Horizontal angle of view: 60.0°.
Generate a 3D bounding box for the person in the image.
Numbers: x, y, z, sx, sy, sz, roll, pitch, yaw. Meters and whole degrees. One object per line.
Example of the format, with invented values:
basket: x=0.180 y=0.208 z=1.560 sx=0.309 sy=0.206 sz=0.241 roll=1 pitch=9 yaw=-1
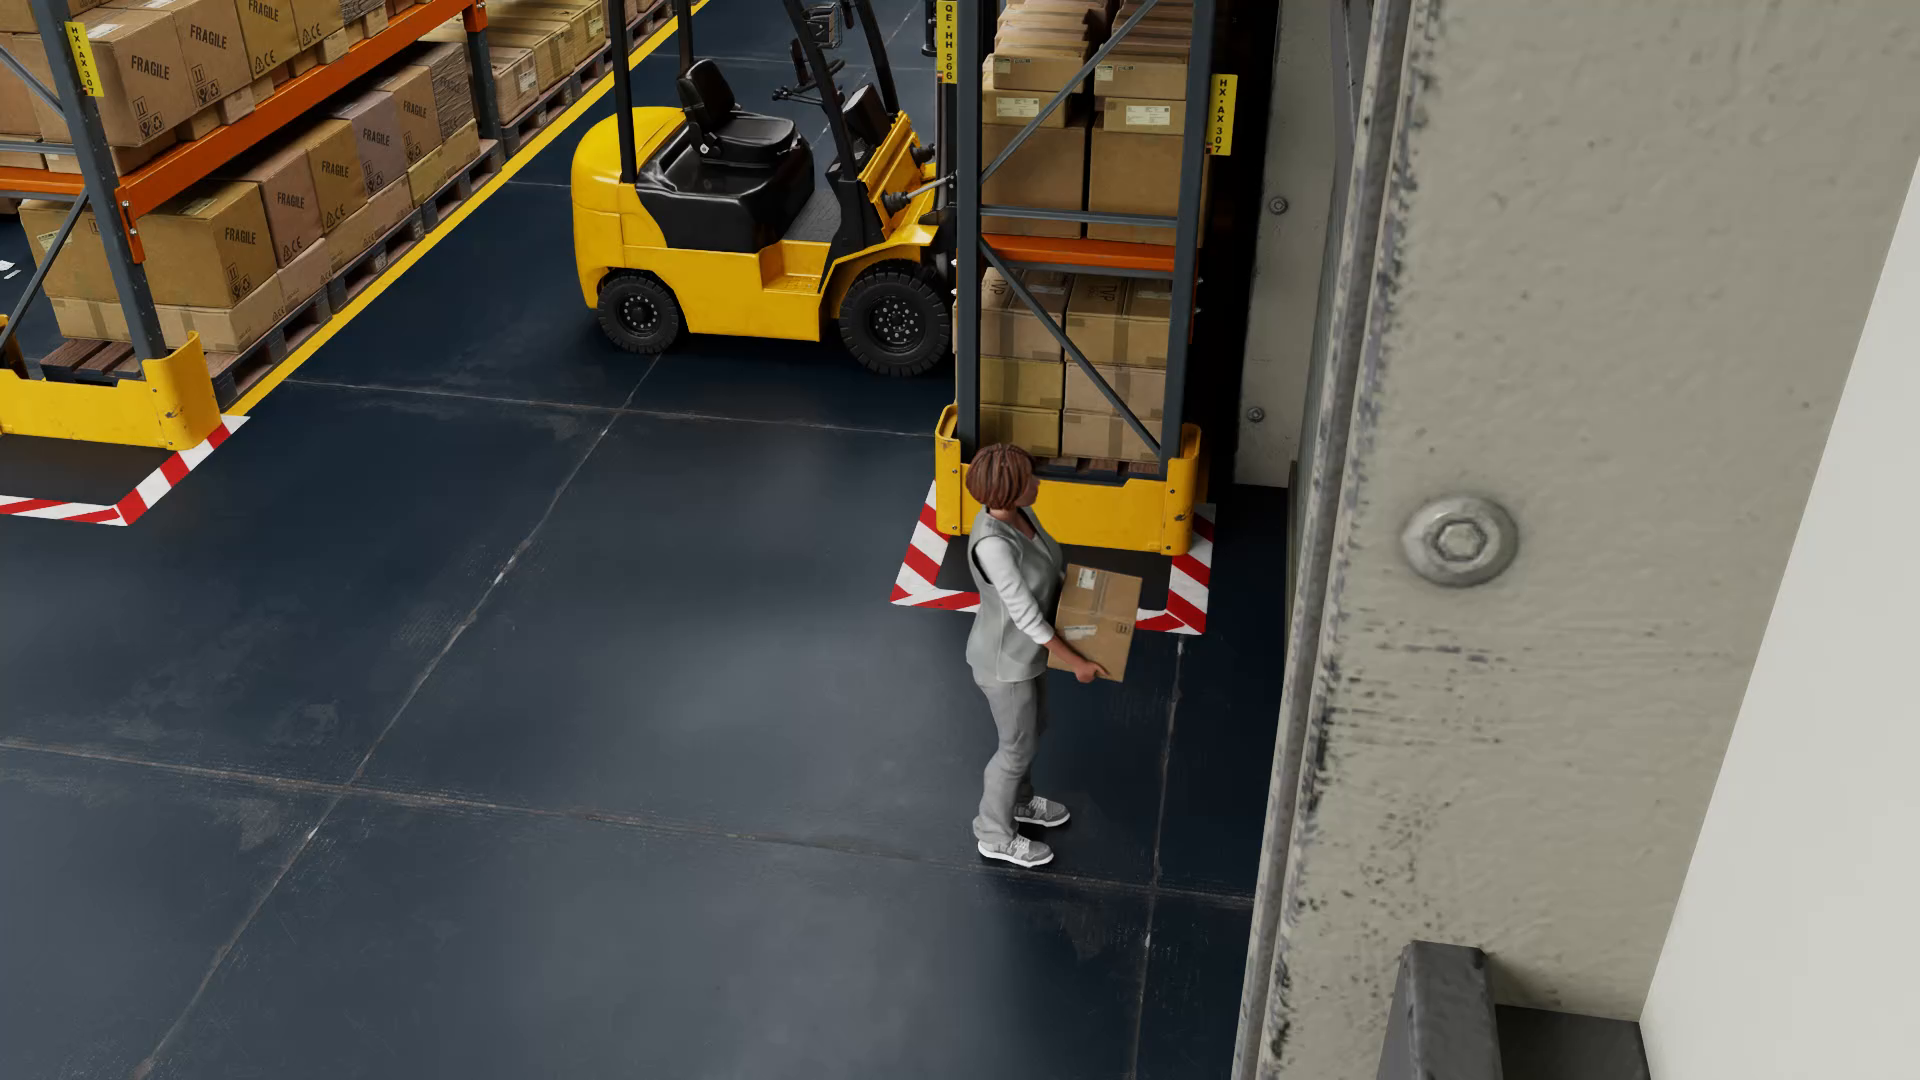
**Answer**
person: x=0.261 y=0.394 z=5.543 sx=0.495 sy=1.590 sz=0.405 roll=6 pitch=33 yaw=9
